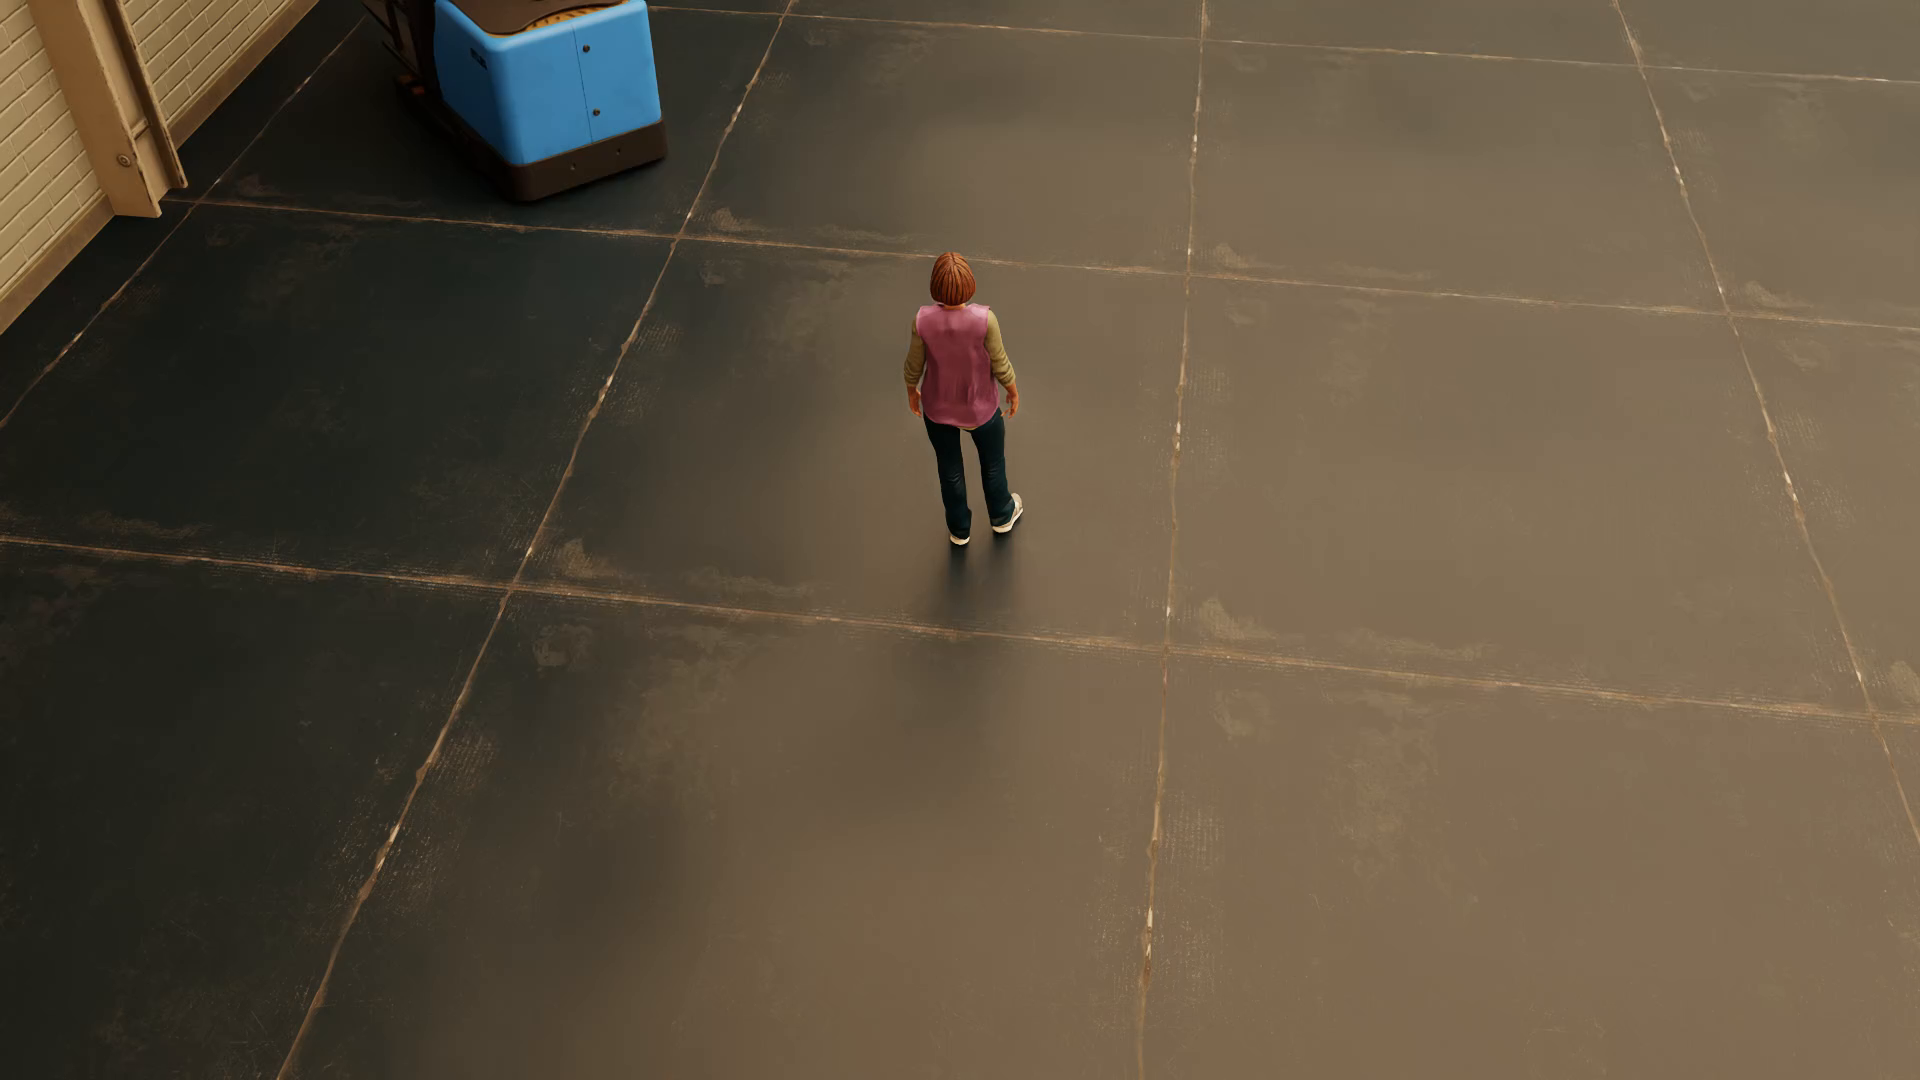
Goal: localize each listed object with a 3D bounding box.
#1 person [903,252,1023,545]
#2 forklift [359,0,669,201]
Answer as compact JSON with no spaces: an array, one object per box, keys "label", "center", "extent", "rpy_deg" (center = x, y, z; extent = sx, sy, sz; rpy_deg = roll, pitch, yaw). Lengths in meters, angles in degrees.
[{"label":"person","center":[0.024,-0.642,7.399],"extent":[0.520,1.599,0.473],"rpy_deg":[5,43,6]},{"label":"forklift","center":[-3.100,-4.072,10.157],"extent":[1.130,2.935,3.031],"rpy_deg":[-26,49,-26]}]
